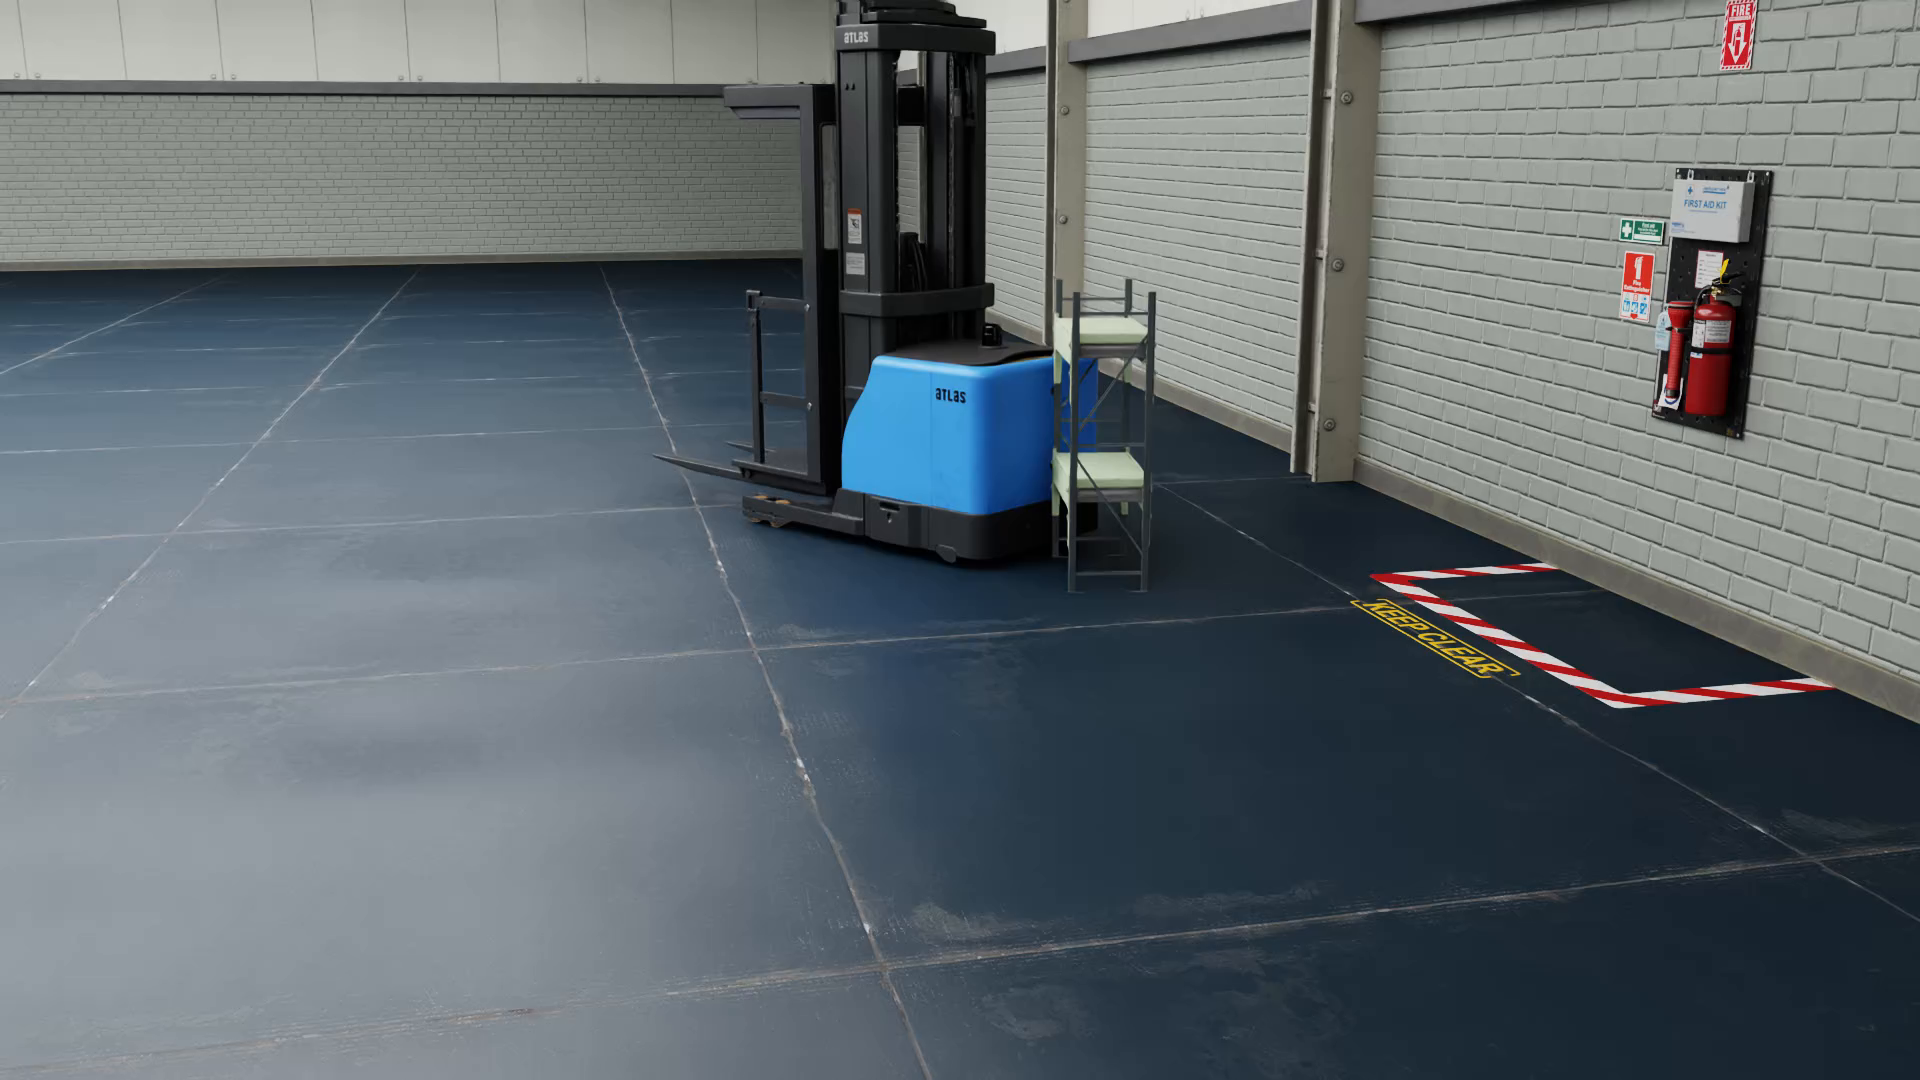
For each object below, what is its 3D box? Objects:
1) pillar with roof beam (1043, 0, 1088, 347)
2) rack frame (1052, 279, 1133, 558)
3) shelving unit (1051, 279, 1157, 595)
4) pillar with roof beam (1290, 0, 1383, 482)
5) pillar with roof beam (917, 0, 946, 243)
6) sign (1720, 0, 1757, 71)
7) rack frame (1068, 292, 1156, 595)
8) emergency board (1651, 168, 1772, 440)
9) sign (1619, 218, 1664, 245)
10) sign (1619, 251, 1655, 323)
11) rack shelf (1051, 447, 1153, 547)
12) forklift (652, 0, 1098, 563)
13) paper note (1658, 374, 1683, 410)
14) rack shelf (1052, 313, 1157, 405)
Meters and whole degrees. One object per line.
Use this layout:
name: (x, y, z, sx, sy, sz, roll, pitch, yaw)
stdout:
pillar with roof beam: (-3.146, -5.950, 14.822, 9.100, 9.000, 0.400, -3, 14, -13)
rack frame: (0.701, -0.634, 8.863, 0.400, 1.500, 0.023, -1, 14, -3)
shelving unit: (0.721, -0.547, 8.508, 0.431, 1.500, 0.755, -1, 14, -3)
pillar with roof beam: (-1.737, -4.566, 9.157, 9.100, 9.000, 0.400, -3, 14, -13)
pillar with roof beam: (-4.555, -7.335, 20.488, 9.100, 9.000, 0.400, -3, 14, -13)
sign: (3.409, -2.214, 7.283, 0.001, 0.298, 0.199, -3, 14, -13)
rack frame: (0.741, -0.461, 8.153, 0.400, 1.500, 0.023, -1, 14, -3)
emergency board: (3.314, -1.080, 7.527, 0.194, 1.169, 0.643, -3, 14, -13)
sign: (3.277, -1.487, 8.000, 0.001, 0.109, 0.331, -3, 14, -13)
sign: (3.284, -1.231, 8.069, 0.001, 0.329, 0.234, -3, 14, -13)
rack shelf: (0.721, -0.231, 8.585, 0.431, 0.370, 0.720, -1, 14, -3)
forklift: (-0.650, -1.574, 9.692, 3.031, 2.935, 1.130, 12, 18, 41)
paper note: (3.339, -0.697, 7.815, 0.016, 0.148, 0.142, -3, 14, -13)
rack shelf: (0.721, -0.927, 8.415, 0.431, 0.370, 0.720, -1, 14, -3)
